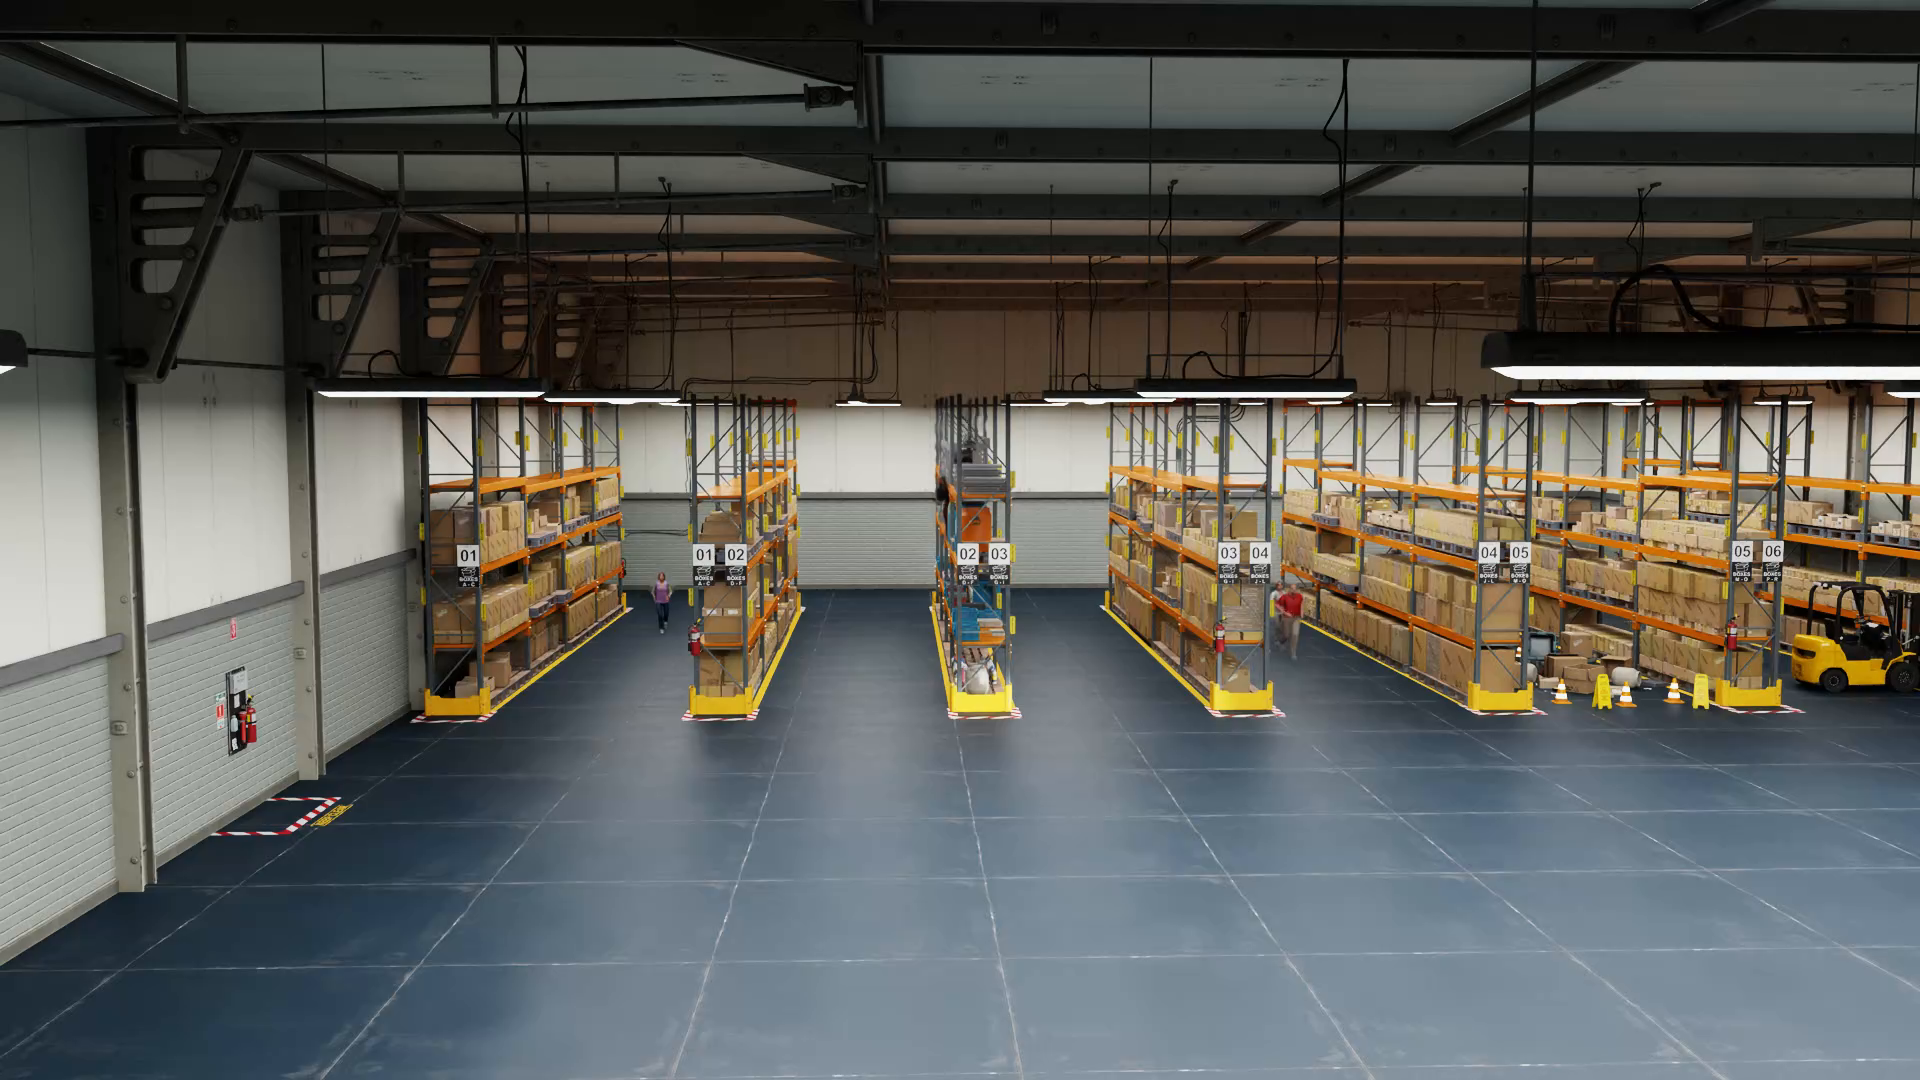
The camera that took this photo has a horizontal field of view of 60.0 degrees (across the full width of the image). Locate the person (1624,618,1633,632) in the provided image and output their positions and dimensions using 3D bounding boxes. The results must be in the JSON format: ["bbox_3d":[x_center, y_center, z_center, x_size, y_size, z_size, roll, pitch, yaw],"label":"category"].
[{"bbox_3d":[17.081,1.560,42.298,0.625,1.658,0.591,-1,5,-7],"label":"person"}]

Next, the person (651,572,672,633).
[{"bbox_3d":[-7.637,1.600,42.564,0.535,1.548,0.559,-1,5,-11],"label":"person"}]

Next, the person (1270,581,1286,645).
[{"bbox_3d":[7.733,1.775,40.105,0.521,1.561,0.569,0,5,-6],"label":"person"}]

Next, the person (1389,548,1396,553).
[{"bbox_3d":[12.794,1.061,49.176,0.791,1.636,0.578,-1,5,-12],"label":"person"}]

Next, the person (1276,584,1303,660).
[{"bbox_3d":[7.620,1.858,38.368,0.686,1.727,0.989,-1,5,-9],"label":"person"}]
